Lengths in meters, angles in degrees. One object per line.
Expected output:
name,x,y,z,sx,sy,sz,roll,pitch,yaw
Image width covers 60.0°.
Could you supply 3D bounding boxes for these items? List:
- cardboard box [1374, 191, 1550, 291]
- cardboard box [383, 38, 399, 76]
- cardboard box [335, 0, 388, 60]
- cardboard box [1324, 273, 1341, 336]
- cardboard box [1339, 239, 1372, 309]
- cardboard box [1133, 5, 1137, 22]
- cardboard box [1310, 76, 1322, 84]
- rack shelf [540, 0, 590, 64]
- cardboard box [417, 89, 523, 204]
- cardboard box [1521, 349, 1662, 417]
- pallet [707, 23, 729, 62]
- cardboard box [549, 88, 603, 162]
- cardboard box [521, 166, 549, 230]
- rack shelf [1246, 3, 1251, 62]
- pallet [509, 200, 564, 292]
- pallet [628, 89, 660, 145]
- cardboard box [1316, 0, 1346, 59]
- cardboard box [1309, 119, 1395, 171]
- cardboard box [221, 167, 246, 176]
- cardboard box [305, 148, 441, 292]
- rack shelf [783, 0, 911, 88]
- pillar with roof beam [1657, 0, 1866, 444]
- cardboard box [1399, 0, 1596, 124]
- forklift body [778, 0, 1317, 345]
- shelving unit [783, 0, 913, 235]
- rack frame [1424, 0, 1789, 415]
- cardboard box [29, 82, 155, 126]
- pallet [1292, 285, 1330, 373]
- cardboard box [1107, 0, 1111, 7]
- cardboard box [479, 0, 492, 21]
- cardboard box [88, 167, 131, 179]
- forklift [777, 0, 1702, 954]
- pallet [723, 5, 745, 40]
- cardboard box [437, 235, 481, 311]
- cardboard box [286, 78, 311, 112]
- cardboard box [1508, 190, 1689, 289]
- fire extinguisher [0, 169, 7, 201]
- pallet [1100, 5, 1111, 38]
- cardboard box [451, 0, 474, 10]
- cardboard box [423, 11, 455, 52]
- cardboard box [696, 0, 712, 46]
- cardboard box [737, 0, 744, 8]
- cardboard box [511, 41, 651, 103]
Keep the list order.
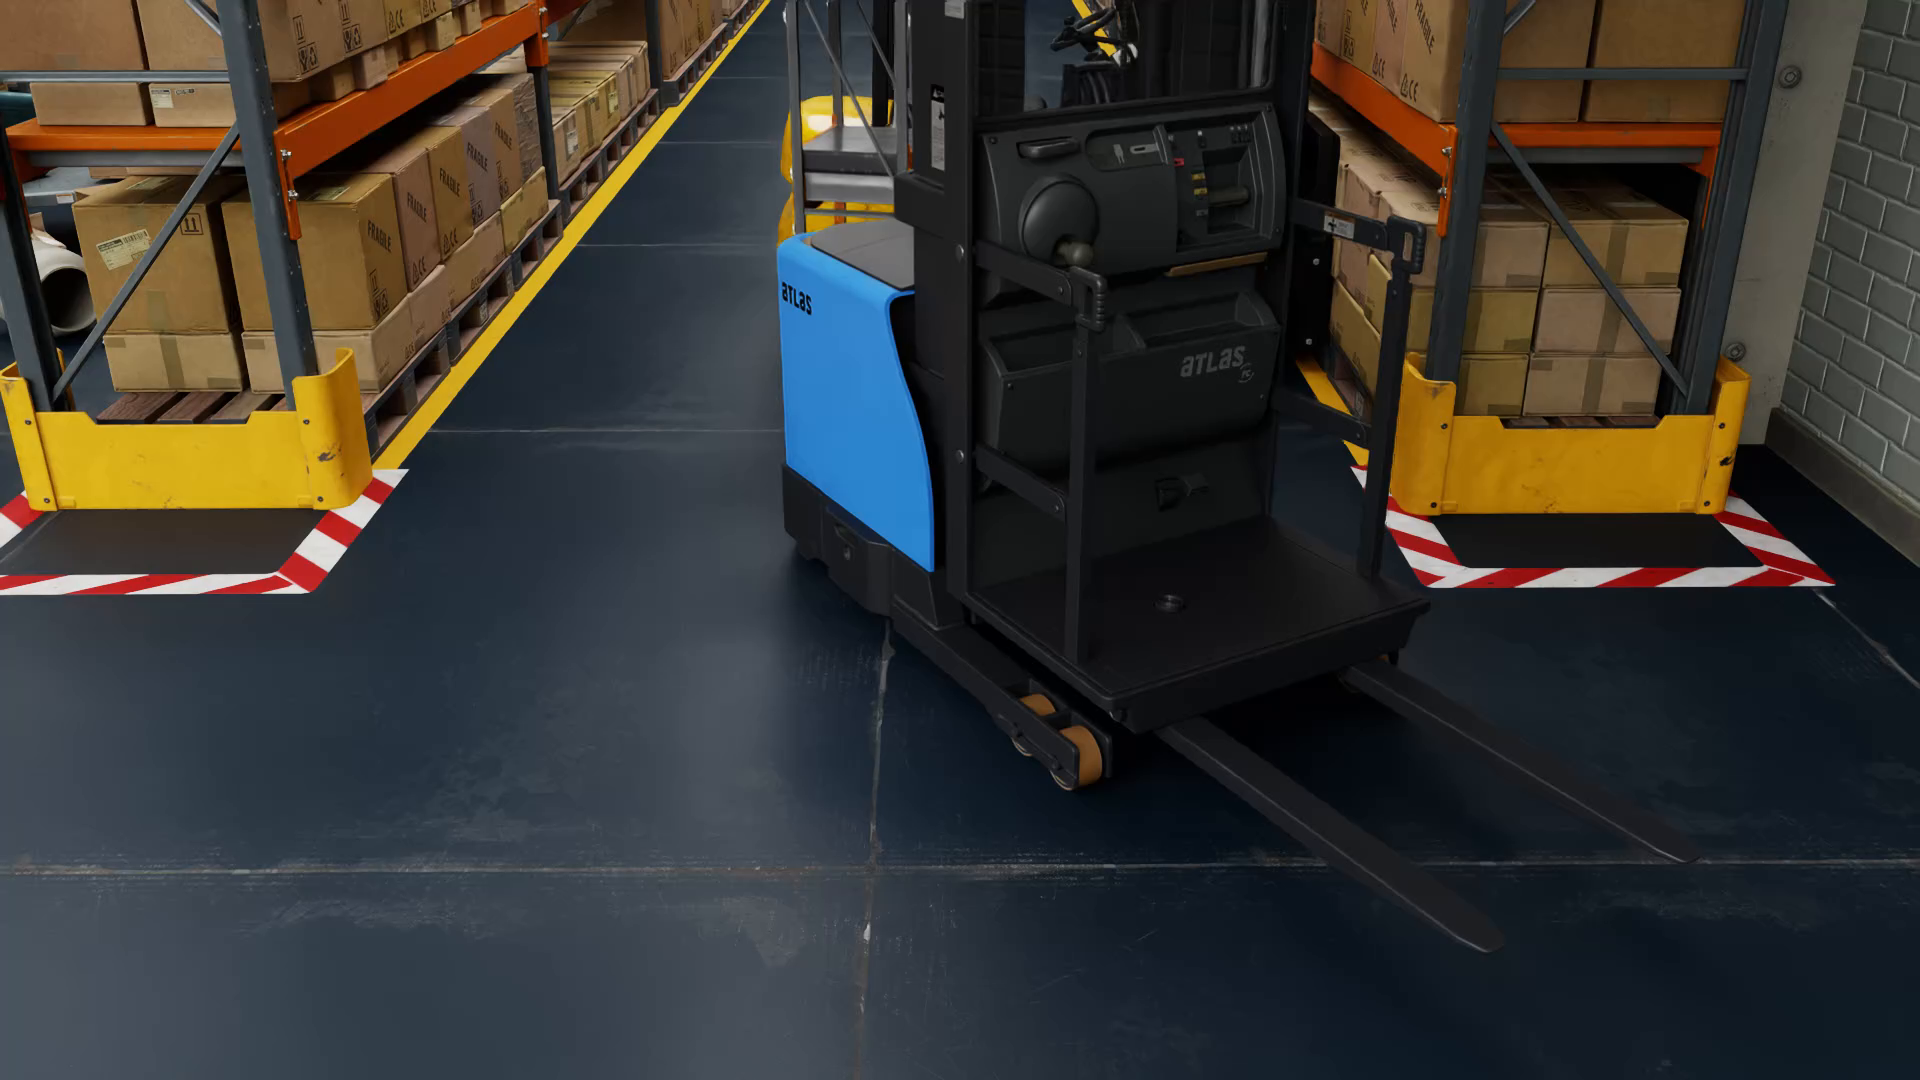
cardboard box,1.857,-1.120,6.201,0.500,0.250,0.500,1,24,1
cardboard box,-2.518,-1.965,6.760,0.380,0.149,0.250,0,24,1
cardboard box,-2.526,-2.105,6.282,0.500,0.500,0.500,0,24,1
cardboard box,1.861,-1.080,7.325,0.500,0.250,0.500,0,24,0
cardboard box,1.862,-1.110,6.785,0.500,0.250,0.500,0,24,-1
cardboard box,1.840,-4.696,15.017,0.500,0.500,0.500,-1,24,-2
cardboard box,1.822,-2.380,8.985,0.500,0.250,0.500,-1,24,-1
rack shelf,-2.855,-3.659,11.072,1.077,0.370,4.000,0,24,-1
cardboard box,-2.551,-1.990,8.428,0.500,0.500,0.500,0,24,0
cardboard box,2.364,-0.680,6.440,0.500,0.250,0.500,0,24,0
pallet,-2.836,-4.871,16.263,1.003,0.211,1.213,0,24,-1
cardboard box,-2.852,-2.669,10.690,0.950,0.372,0.625,1,24,3
cardboard box,-2.558,-1.858,9.046,0.500,0.250,0.500,1,24,2
rack shelf,2.109,-3.683,11.125,1.077,0.370,4.000,0,24,-1
pallet,-2.790,-1.615,9.065,1.003,0.211,1.213,0,24,-1
pallet,-2.869,-3.218,12.609,1.003,0.211,1.213,0,24,-1
cardboard box,1.887,-2.417,7.333,0.500,0.500,0.500,0,24,0
cardboard box,1.832,-1.747,7.587,0.500,0.250,0.500,-1,24,-2
cardboard box,-3.068,-1.338,6.986,0.500,0.500,0.500,1,24,1
cardboard box,-2.532,-1.353,7.019,0.500,0.500,0.500,-1,24,-3
rack shelf,-0.315,-1.824,5.569,0.431,0.518,0.480,5,25,12
pillar with roof beam,-1.237,-4.543,4.875,9.100,9.000,0.400,0,24,-1
cardboard box,1.906,-1.785,5.936,0.500,0.500,0.500,-1,24,-2
forklift body,0.329,-1.924,7.395,2.313,2.155,1.214,0,24,-1
shelving unit,-0.315,-1.198,5.852,0.431,2.100,0.503,5,25,12
rack frame,2.174,-1.538,5.510,1.000,3.000,0.127,0,24,-1
cardboard box,-3.007,-1.553,5.848,0.380,0.149,0.250,1,24,1
pallet,2.114,-1.084,7.890,1.003,0.211,1.213,0,24,-1
cardboard box,1.744,-5.603,17.449,0.380,0.149,0.250,-1,24,-2
cardboard box,-2.590,-2.706,8.398,0.380,0.149,0.250,0,24,0
cardboard box,-4.612,-2.348,9.416,0.500,0.500,0.500,0,24,-1
forklift,0.583,-0.904,4.192,1.130,2.935,3.031,-14,28,-28
pallet,-2.850,-5.502,17.659,1.003,0.211,1.213,0,24,-1
cardboard box,-2.538,-1.221,7.638,0.500,0.250,0.500,1,24,3
cardboard box,-2.603,-1.645,6.051,0.380,0.149,0.250,0,24,0
cardboard box,2.358,-1.131,6.224,0.500,0.250,0.500,-1,24,-1
fire extinguisher,-3.249,-1.430,5.365,0.296,0.674,0.183,0,24,-1
pallet,2.037,-5.495,17.644,1.003,0.211,1.213,0,24,-1
cardboard box,-2.557,-2.736,7.676,0.500,0.500,0.500,0,24,1
cardboard box,-2.498,-2.287,7.471,0.380,0.149,0.250,0,24,0
cardboard box,-2.816,-5.055,15.355,0.875,0.875,0.875,0,24,1
cardboard box,-2.830,-6.111,18.221,0.875,0.438,0.875,-1,24,-2
cardboard box,-2.880,-3.572,12.686,0.950,0.372,0.625,-2,24,-4
